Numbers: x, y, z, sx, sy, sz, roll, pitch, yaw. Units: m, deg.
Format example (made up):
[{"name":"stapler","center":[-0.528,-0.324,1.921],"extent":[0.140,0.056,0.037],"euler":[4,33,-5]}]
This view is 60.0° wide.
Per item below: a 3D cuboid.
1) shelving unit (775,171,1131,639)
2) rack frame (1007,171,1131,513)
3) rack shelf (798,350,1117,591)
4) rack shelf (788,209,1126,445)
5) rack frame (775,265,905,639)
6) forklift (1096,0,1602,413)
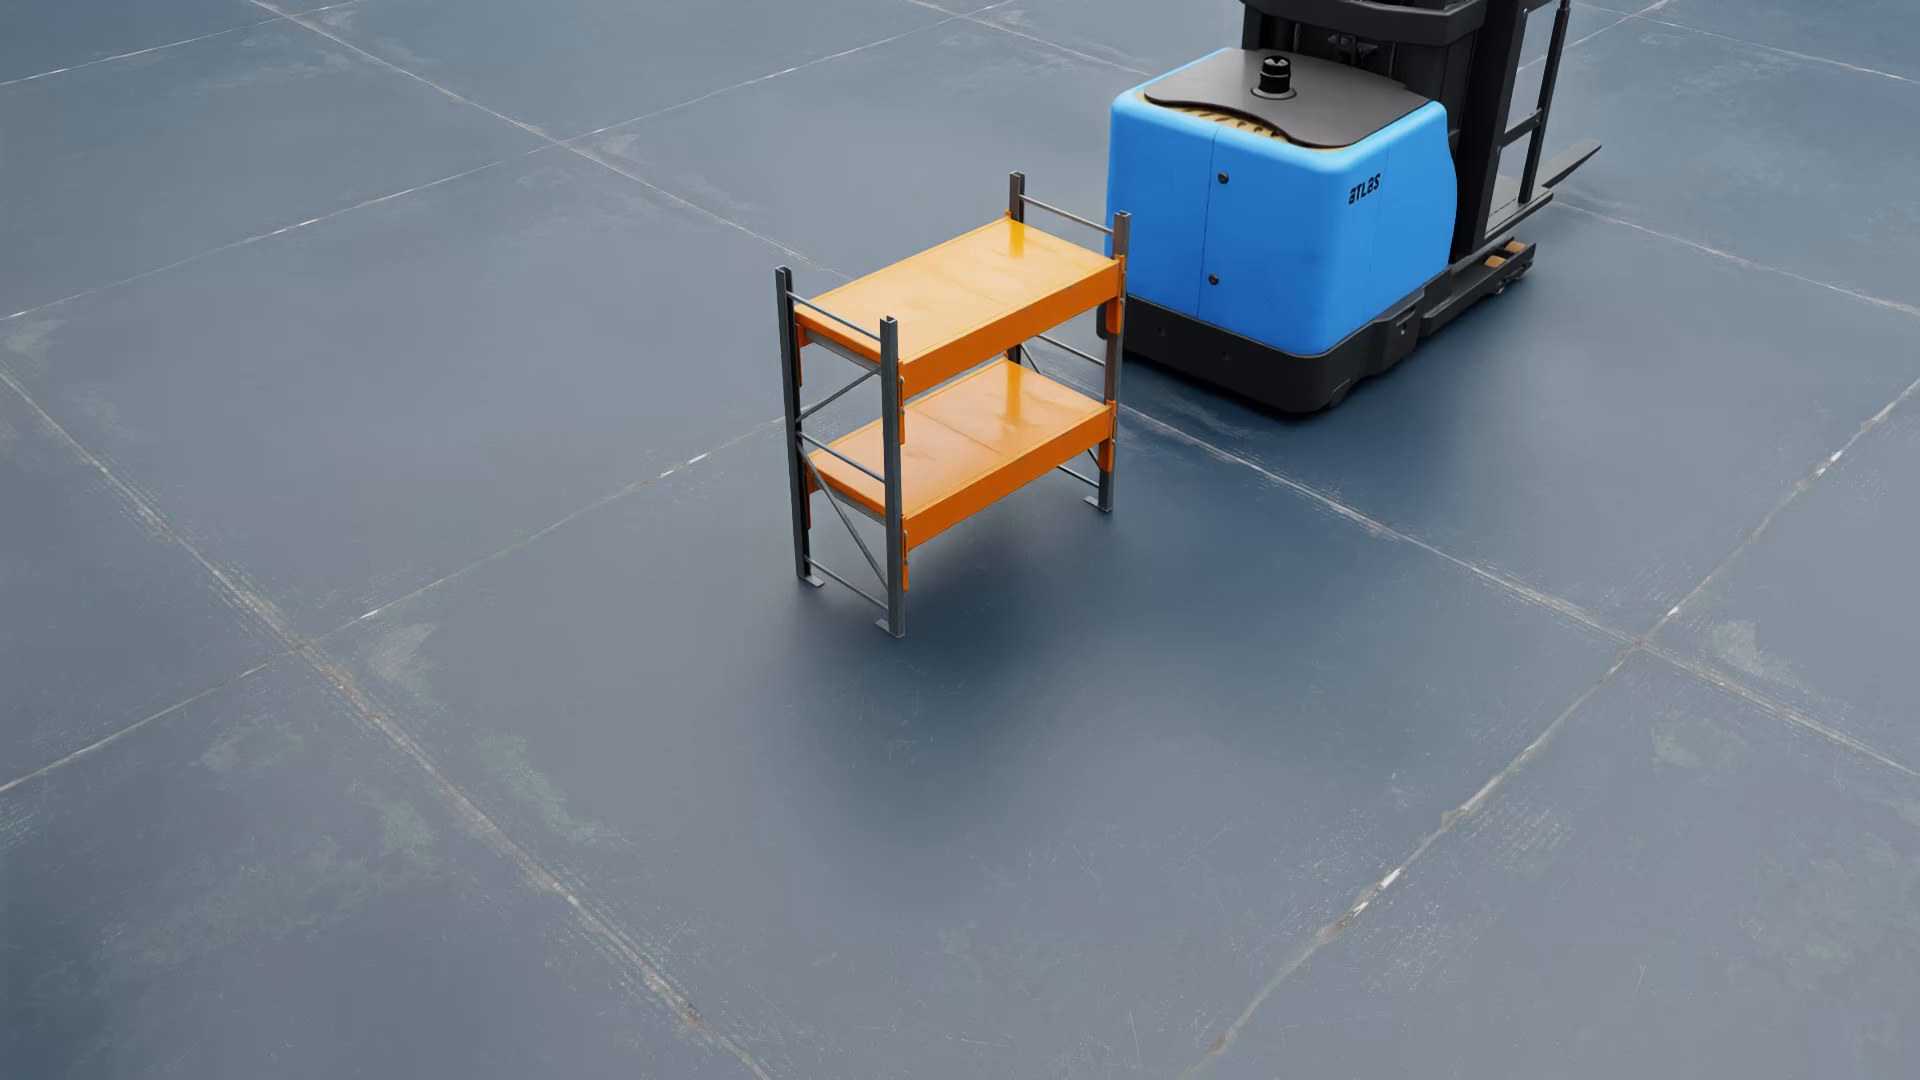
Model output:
[{"name":"shelving unit","center":[-0.005,-0.459,5.424],"extent":[0.538,1.125,1.048],"euler":[30,45,35]},{"name":"rack frame","center":[0.353,-0.665,5.720],"extent":[0.500,1.125,0.032],"euler":[30,45,35]},{"name":"rack shelf","center":[-0.005,-0.258,5.564],"extent":[0.538,0.278,1.000],"euler":[30,45,35]},{"name":"rack shelf","center":[-0.005,-0.699,5.257],"extent":[0.538,0.278,1.000],"euler":[30,45,35]},{"name":"rack frame","center":[-0.363,-0.252,5.128],"extent":[0.500,1.125,0.032],"euler":[30,45,35]},{"name":"forklift","center":[1.907,-2.450,6.700],"extent":[1.130,2.935,3.031],"euler":[27,43,33]}]
